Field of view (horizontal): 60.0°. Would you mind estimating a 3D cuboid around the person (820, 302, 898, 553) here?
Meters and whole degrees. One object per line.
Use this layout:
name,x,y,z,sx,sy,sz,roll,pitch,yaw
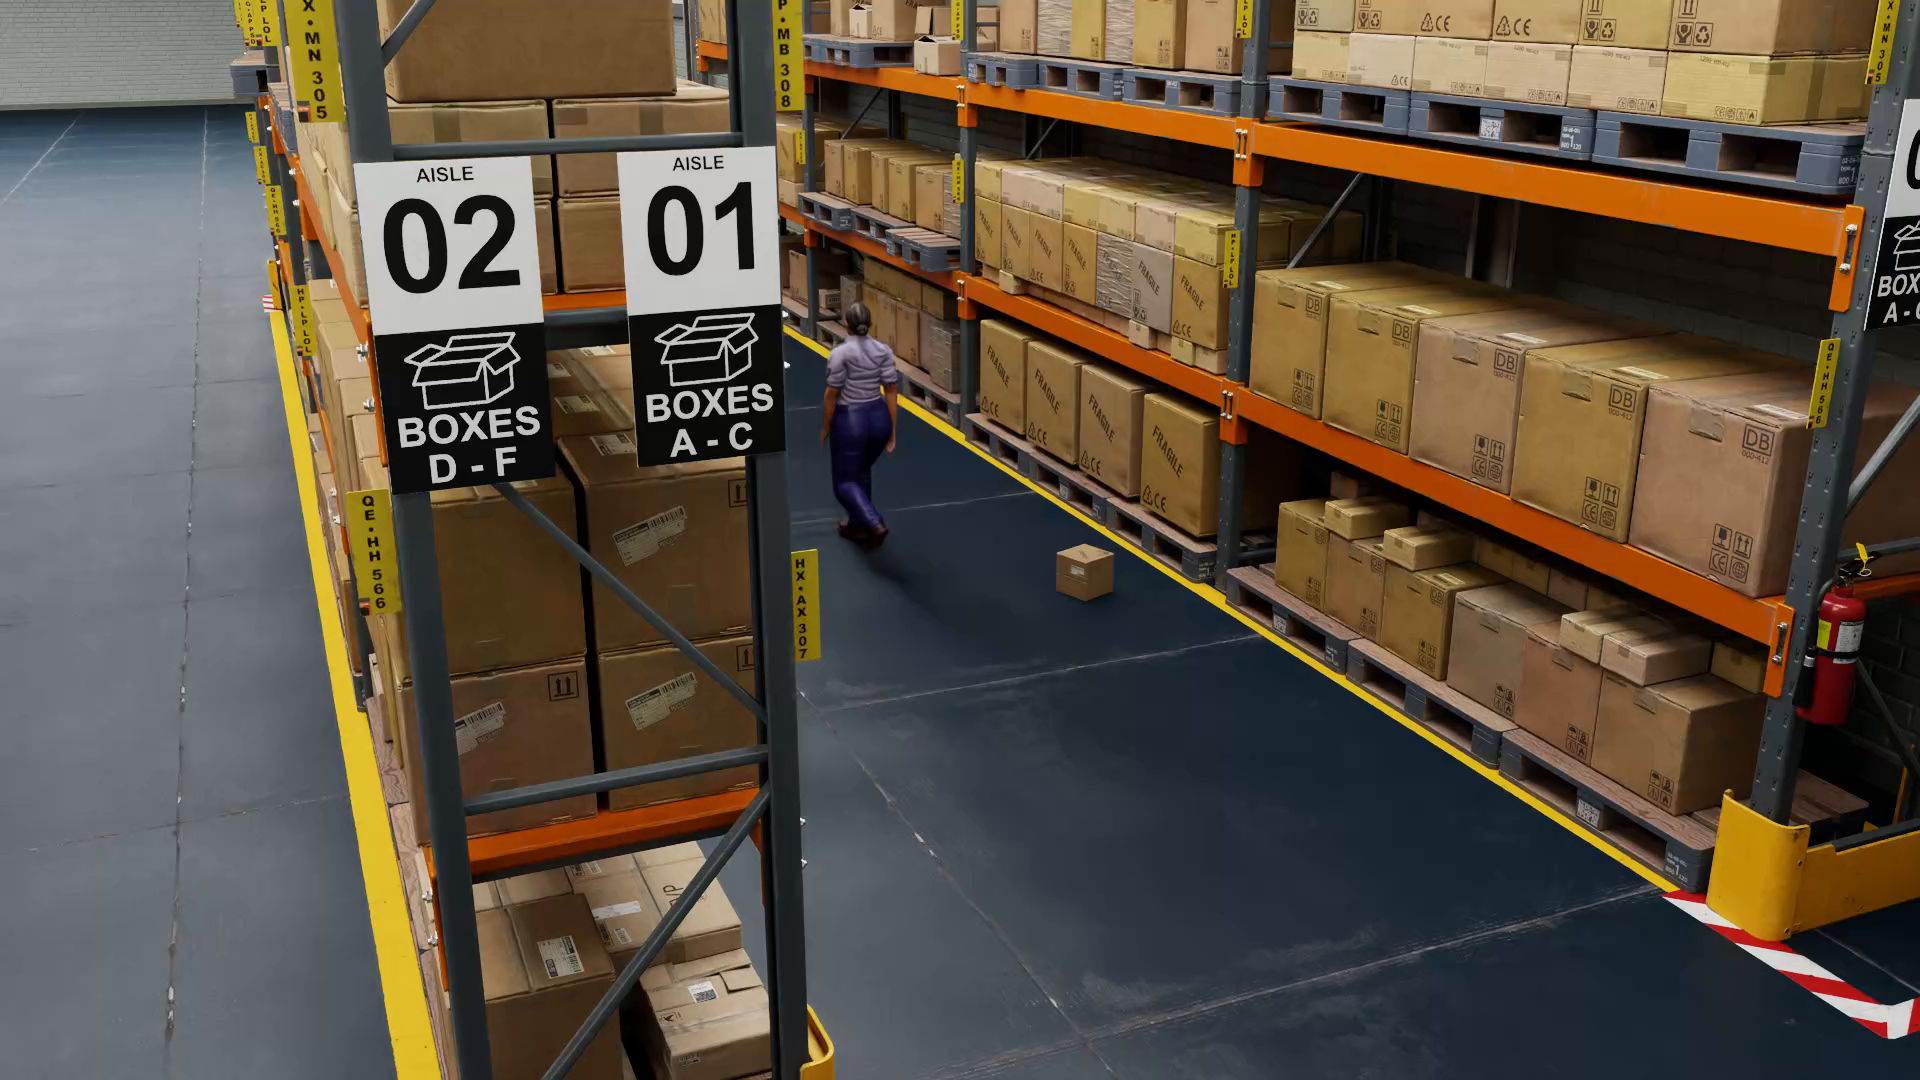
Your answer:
person,-0.621,-0.715,10.641,0.482,1.607,0.877,-12,22,-31
